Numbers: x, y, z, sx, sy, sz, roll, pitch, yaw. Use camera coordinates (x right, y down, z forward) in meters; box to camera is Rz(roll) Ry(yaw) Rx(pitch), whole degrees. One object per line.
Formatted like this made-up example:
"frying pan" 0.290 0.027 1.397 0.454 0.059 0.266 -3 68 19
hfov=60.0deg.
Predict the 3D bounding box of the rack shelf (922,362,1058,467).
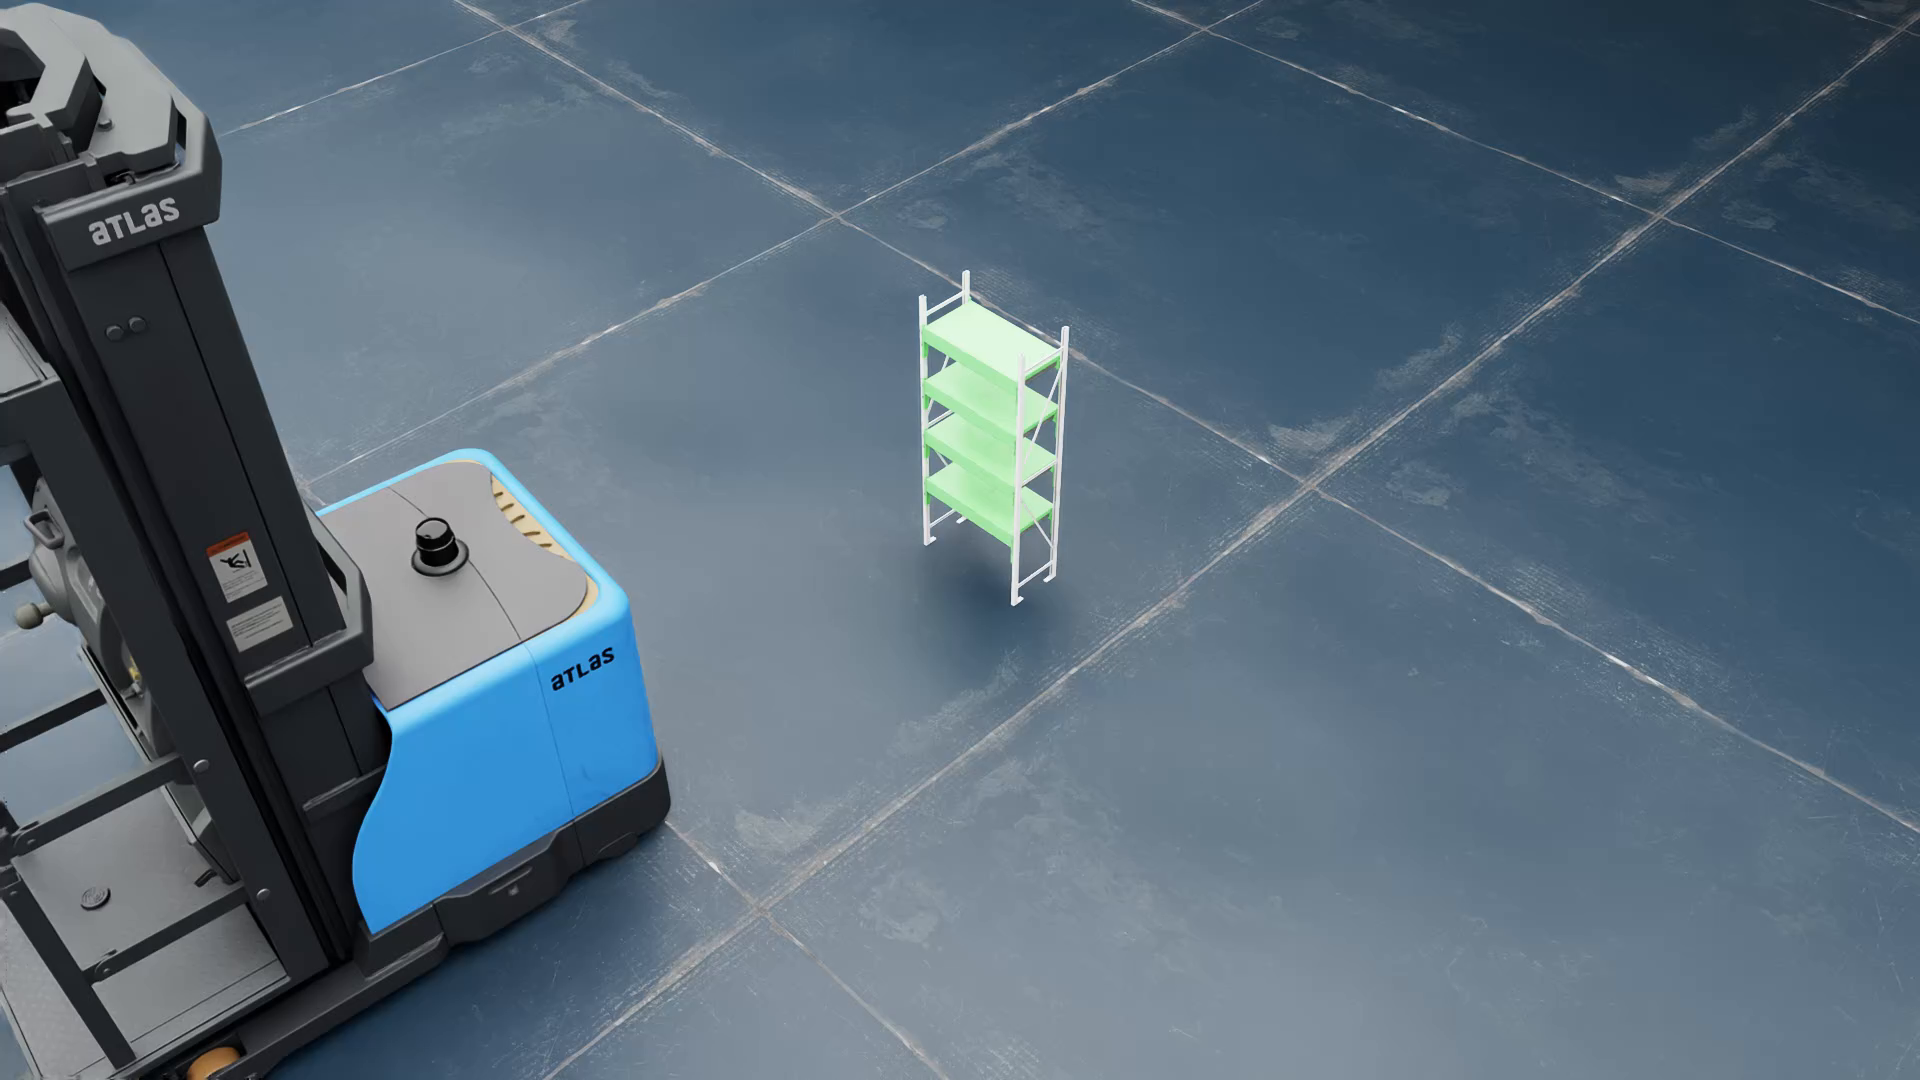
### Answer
"rack shelf" 0.117 -0.490 6.137 0.258 0.148 0.480 -34 53 -31

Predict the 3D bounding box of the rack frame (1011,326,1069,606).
"rack frame" 0.289 -0.244 6.130 0.240 1.200 0.015 -34 53 -31

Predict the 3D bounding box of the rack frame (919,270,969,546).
"rack frame" -0.055 -0.478 6.384 0.240 1.200 0.015 -34 53 -31

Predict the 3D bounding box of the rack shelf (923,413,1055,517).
"rack shelf" 0.117 -0.314 6.300 0.258 0.148 0.480 -34 53 -31

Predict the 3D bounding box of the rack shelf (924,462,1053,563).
"rack shelf" 0.117 -0.138 6.463 0.258 0.148 0.480 -34 53 -31

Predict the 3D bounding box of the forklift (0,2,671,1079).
"forklift" -2.444 0.269 4.299 3.031 2.935 1.130 -29 50 -28

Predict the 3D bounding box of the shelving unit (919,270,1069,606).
"shelving unit" 0.117 -0.361 6.257 0.258 1.200 0.503 -34 53 -31

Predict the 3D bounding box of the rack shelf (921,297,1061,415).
"rack shelf" 0.117 -0.667 5.974 0.258 0.148 0.480 -34 53 -31
